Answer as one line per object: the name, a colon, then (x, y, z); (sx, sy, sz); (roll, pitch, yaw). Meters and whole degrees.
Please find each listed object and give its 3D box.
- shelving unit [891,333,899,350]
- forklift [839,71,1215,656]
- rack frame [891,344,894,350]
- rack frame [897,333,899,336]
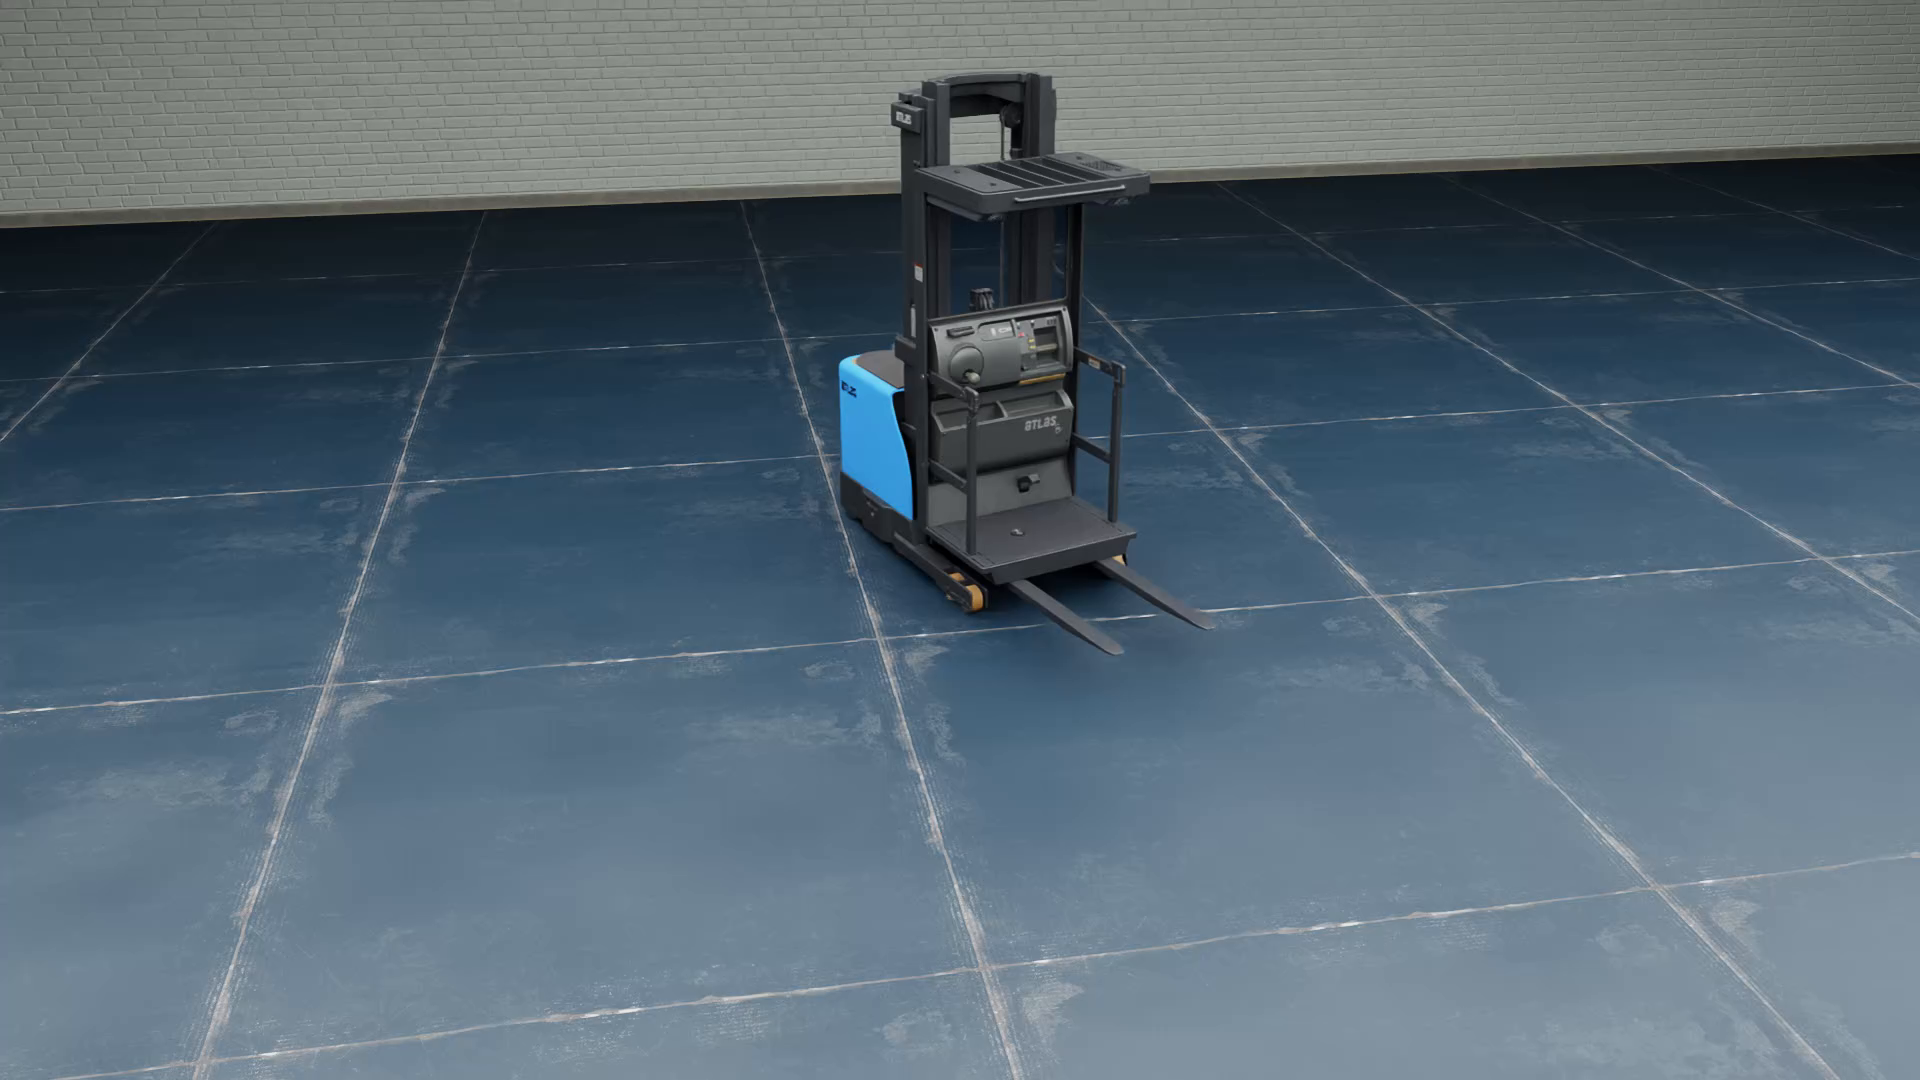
shelving unit: (-0.345, -0.878, 11.447); (0.215, 1.050, 0.252); (2, 24, 6)
forklift: (0.364, -1.122, 9.658); (1.130, 2.935, 3.031); (-13, 27, -27)
rack frame: (-0.358, -0.829, 11.336); (0.200, 1.050, 0.008); (2, 24, 6)
rack frame: (-0.331, -0.927, 11.558); (0.200, 1.050, 0.008); (2, 24, 6)
